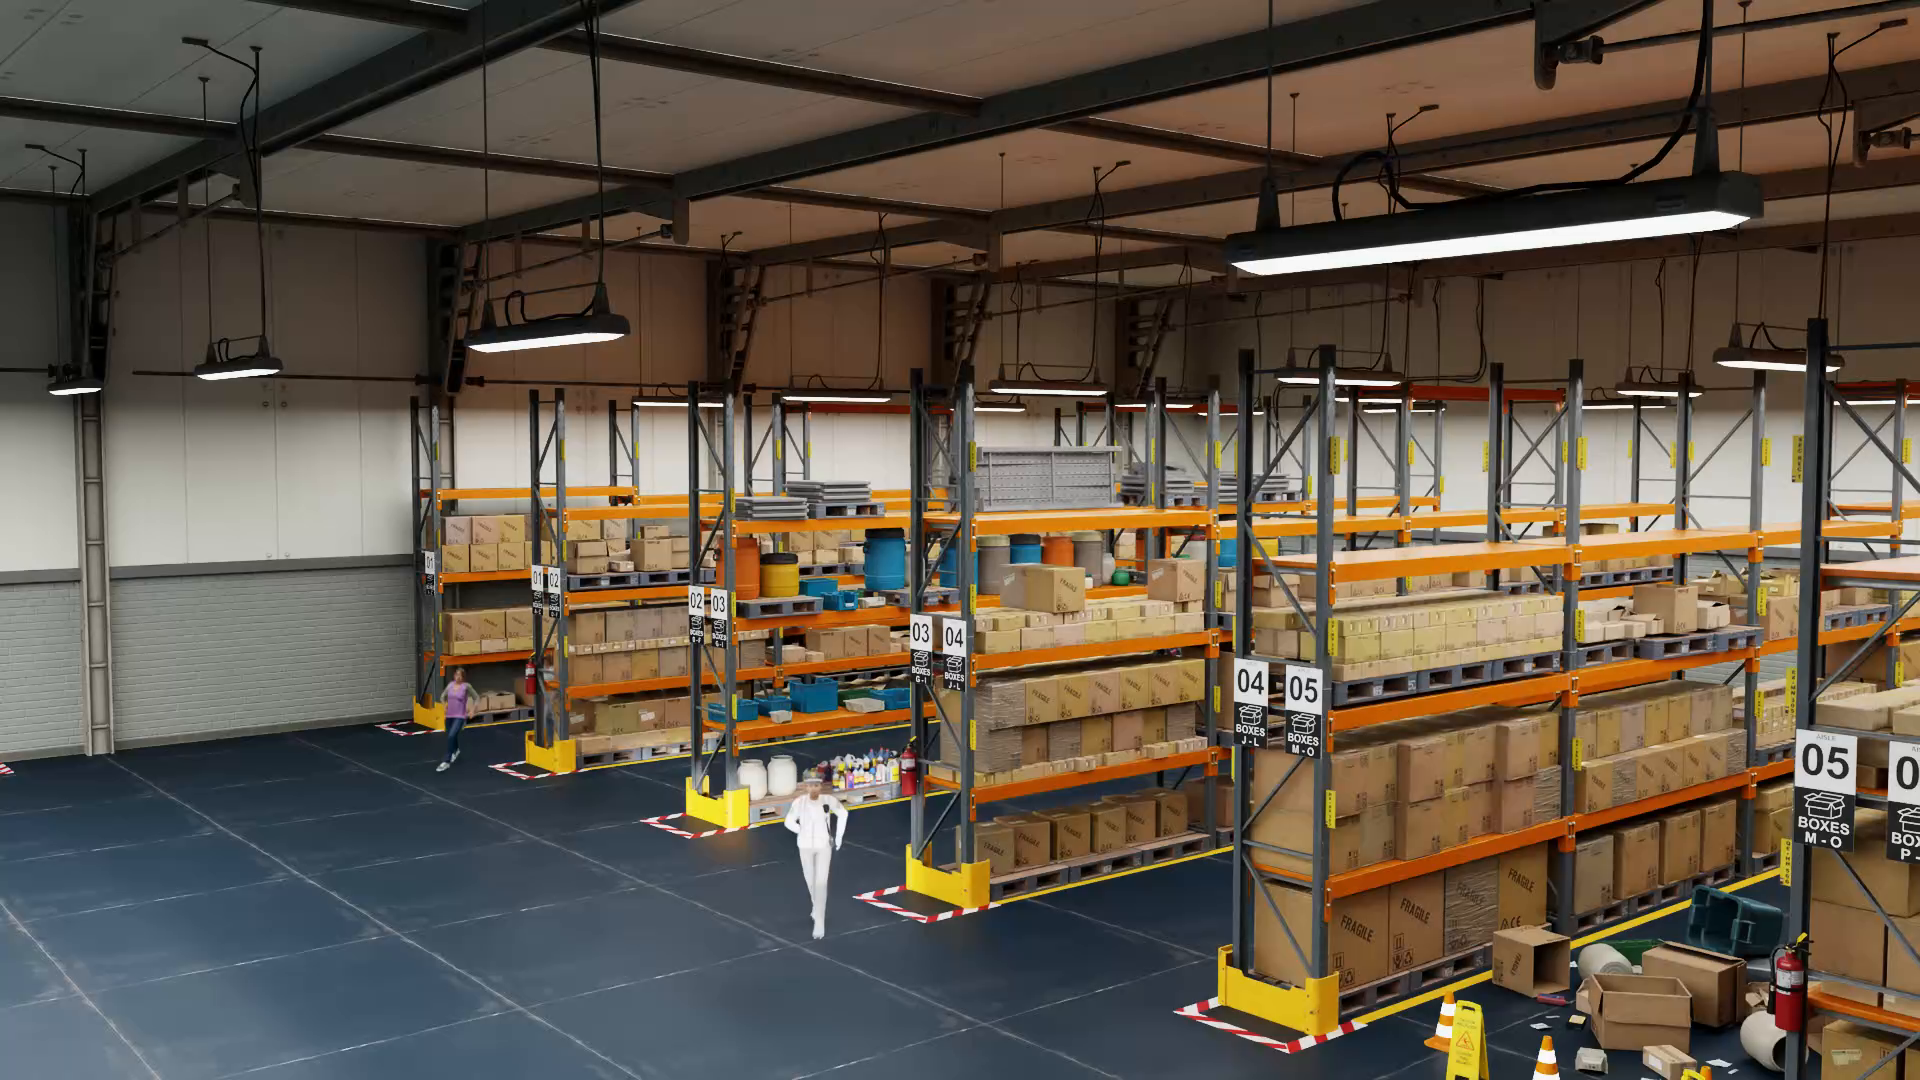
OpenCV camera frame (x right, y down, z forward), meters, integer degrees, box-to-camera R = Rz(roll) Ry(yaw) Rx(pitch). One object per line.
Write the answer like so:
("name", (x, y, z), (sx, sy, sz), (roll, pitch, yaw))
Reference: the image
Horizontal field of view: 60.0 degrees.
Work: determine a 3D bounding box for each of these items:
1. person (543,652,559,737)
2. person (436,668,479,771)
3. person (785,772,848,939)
("person", (-6.905, 2.700, 27.965), (0.525, 1.629, 0.733), (3, 5, 43))
("person", (-7.934, 2.802, 26.261), (0.603, 1.574, 0.845), (1, 3, 10))
("person", (-1.534, 3.286, 17.677), (0.636, 1.721, 0.817), (0, 3, 5))
